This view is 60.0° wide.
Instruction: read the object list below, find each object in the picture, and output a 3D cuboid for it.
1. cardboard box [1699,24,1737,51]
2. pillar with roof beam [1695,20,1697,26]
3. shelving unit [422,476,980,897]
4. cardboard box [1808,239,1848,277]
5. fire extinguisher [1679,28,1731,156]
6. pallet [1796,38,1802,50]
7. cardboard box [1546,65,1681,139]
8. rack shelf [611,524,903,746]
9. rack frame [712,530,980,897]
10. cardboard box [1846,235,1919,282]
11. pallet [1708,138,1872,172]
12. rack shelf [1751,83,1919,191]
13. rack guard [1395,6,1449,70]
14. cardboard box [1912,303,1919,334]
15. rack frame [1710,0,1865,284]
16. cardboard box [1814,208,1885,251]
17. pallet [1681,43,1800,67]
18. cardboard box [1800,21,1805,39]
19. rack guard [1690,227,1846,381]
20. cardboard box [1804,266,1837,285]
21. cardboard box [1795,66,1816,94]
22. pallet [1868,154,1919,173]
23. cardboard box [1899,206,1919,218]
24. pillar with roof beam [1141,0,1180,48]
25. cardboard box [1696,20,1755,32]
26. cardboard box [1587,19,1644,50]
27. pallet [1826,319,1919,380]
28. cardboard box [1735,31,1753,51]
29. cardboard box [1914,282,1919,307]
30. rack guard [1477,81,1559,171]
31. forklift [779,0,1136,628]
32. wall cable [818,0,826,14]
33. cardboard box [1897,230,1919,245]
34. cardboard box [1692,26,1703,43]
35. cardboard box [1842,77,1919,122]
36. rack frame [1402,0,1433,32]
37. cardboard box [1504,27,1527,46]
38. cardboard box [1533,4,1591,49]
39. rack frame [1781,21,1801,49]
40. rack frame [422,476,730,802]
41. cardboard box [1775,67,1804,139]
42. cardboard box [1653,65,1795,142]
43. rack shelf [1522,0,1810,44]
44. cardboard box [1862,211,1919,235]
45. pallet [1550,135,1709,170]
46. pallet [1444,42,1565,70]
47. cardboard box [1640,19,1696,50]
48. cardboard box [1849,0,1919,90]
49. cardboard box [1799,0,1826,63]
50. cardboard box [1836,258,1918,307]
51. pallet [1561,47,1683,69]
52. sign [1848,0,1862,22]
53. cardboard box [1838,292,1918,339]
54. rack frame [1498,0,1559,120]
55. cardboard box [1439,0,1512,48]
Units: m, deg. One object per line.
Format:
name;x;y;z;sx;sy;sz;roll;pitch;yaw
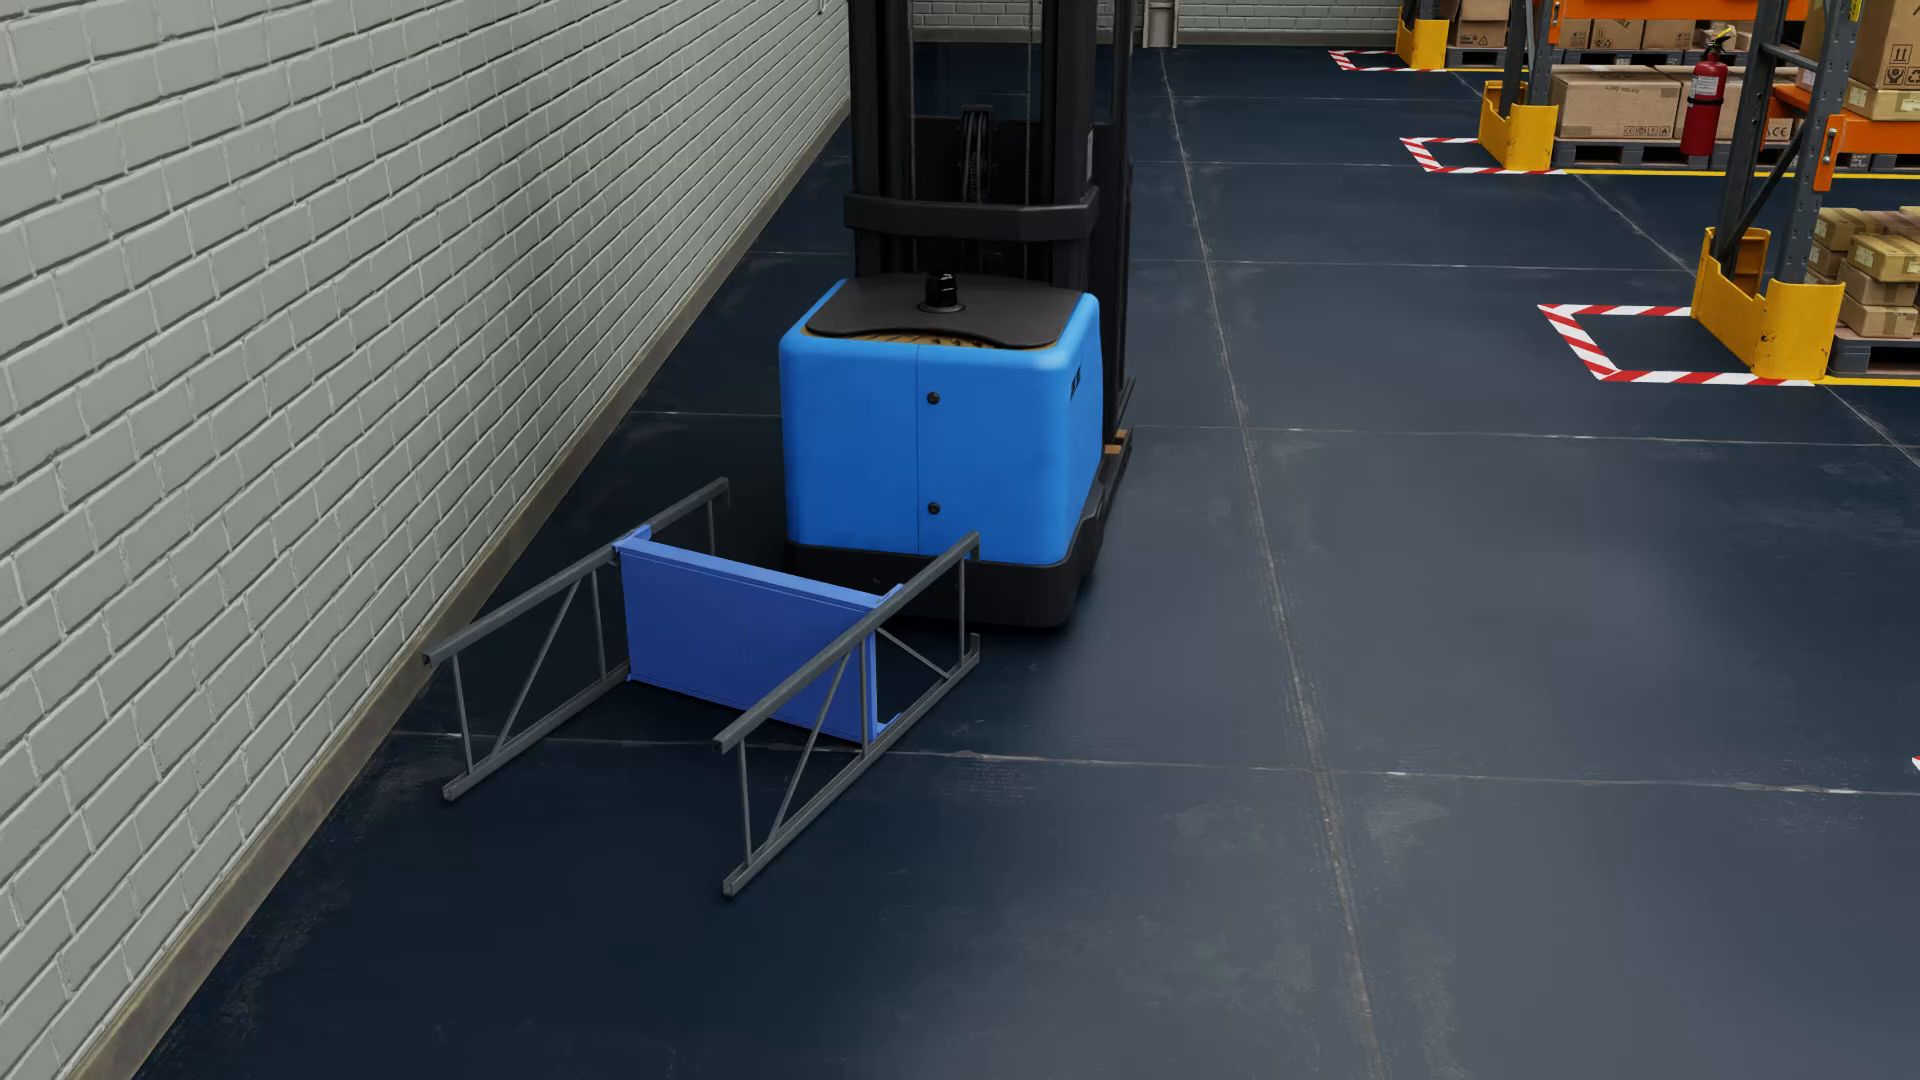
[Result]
cardboard box;7.957;-5.293;17.433;0.258;0.266;0.396;3;25;6
pillar with roof beam;7.936;-7.766;12.863;0.400;9.000;9.100;2;25;4
shelving unit;-0.744;0.376;5.288;1.048;0.538;1.500;12;27;25
cardboard box;4.796;-1.563;9.111;0.250;0.149;0.380;1;25;3
fire extinguisher;4.032;-2.426;8.973;0.183;0.674;0.296;2;25;4
pallet;9.704;-5.160;17.712;1.213;0.211;1.003;2;25;4
cardboard box;5.192;-3.544;13.426;0.875;0.438;0.875;1;25;2
rack shelf;-0.661;0.310;5.433;1.000;0.538;0.185;12;27;25
rack frame;-0.293;0.474;5.075;0.032;0.500;1.500;12;27;25
cardboard box;4.744;-1.438;8.482;0.250;0.149;0.380;1;25;2
pallet;6.542;-3.197;13.444;1.213;0.211;1.003;2;25;4
rack shelf;6.242;-2.039;8.454;4.000;0.370;1.077;2;25;4
rack guard;4.978;-5.427;17.947;0.348;0.500;1.175;2;25;4
cardboard box;5.013;-1.201;8.681;0.250;0.149;0.380;2;25;4
rack frame;4.248;-2.430;8.443;0.127;3.000;1.000;2;25;4
cardboard box;4.795;-1.685;9.019;0.250;0.149;0.380;2;25;5
pallet;8.206;-5.193;17.783;1.213;0.211;1.003;2;25;4
cardboard box;9.403;-5.600;17.820;0.500;0.500;0.500;2;25;4
rack guard;4.324;-1.292;8.960;0.348;0.500;1.175;2;25;4
cardboard box;4.789;-1.396;9.103;0.250;0.149;0.380;2;25;5
cardboard box;4.595;-2.423;8.729;0.250;0.149;0.380;2;25;4
pallet;7.762;-3.159;13.362;1.213;0.211;1.003;2;25;4
cardboard box;5.309;-1.697;9.047;0.250;0.149;0.380;1;25;3
pillar with roof beam;1.953;-7.958;13.280;0.400;9.000;9.100;2;25;4
cardboard box;8.250;-5.526;17.886;0.500;0.311;0.500;3;25;6
cardboard box;6.874;-5.459;17.514;0.500;0.500;0.500;2;25;5
pallet;5.131;-1.120;8.932;1.213;0.211;1.003;2;25;4
cardboard box;8.313;-5.228;17.432;0.250;0.149;0.380;1;25;2
cardboard box;5.019;-1.305;8.550;0.250;0.149;0.380;2;25;4
rack guard;4.502;-3.362;13.458;0.348;0.500;1.175;2;25;4
forklift;0.166;-1.609;6.741;1.130;2.935;3.031;5;25;11
wall cable;-1.098;-5.143;13.086;0.123;1.953;0.585;2;25;4
cardboard box;5.028;-1.479;8.572;0.250;0.149;0.380;2;25;5
cardboard box;7.818;-5.467;17.950;0.250;0.149;0.380;2;25;3
cardboard box;4.546;-2.169;8.176;0.250;0.149;0.380;2;25;4
rack frame;4.902;-6.565;17.430;0.127;3.000;1.000;2;25;4
cardboard box;5.926;-5.372;17.745;0.250;0.149;0.380;1;25;2
cardboard box;6.354;-5.518;17.641;0.500;0.500;0.700;3;25;6
rack frame;8.891;-6.437;17.152;0.127;3.000;1.000;2;25;4
rack frame;-1.195;0.278;5.501;0.032;0.500;1.500;12;27;25
cardboard box;7.004;-3.489;13.306;0.875;0.438;0.875;1;25;2
cardboard box;6.105;-3.518;13.370;0.875;0.438;0.875;2;25;5
rack shelf;6.520;-4.106;12.945;4.000;0.370;1.077;2;25;4
cardboard box;5.041;-1.653;8.950;0.250;0.149;0.380;2;25;5
pallet;5.329;-3.237;13.532;1.213;0.211;1.003;2;25;4
pallet;5.773;-5.271;17.953;1.213;0.211;1.003;2;25;4
cardboard box;7.389;-5.485;17.569;0.500;0.500;0.700;1;25;2
cardboard box;4.674;-2.481;8.078;0.500;0.500;0.500;3;25;6
cardboard box;4.716;-2.704;8.562;0.500;0.500;0.500;2;25;5
cardboard box;4.751;-1.337;8.620;0.250;0.149;0.380;3;25;6
pallet;6.986;-5.231;17.866;1.213;0.211;1.003;2;25;4
sign;4.206;-2.597;7.770;0.005;0.325;0.100;2;25;4
cardboard box;4.746;-1.176;8.625;0.250;0.149;0.380;2;25;5
rack frame;4.526;-4.496;12.934;0.127;3.000;1.000;2;25;4
cardboard box;5.505;-5.563;17.735;0.637;0.503;0.797;1;25;2
